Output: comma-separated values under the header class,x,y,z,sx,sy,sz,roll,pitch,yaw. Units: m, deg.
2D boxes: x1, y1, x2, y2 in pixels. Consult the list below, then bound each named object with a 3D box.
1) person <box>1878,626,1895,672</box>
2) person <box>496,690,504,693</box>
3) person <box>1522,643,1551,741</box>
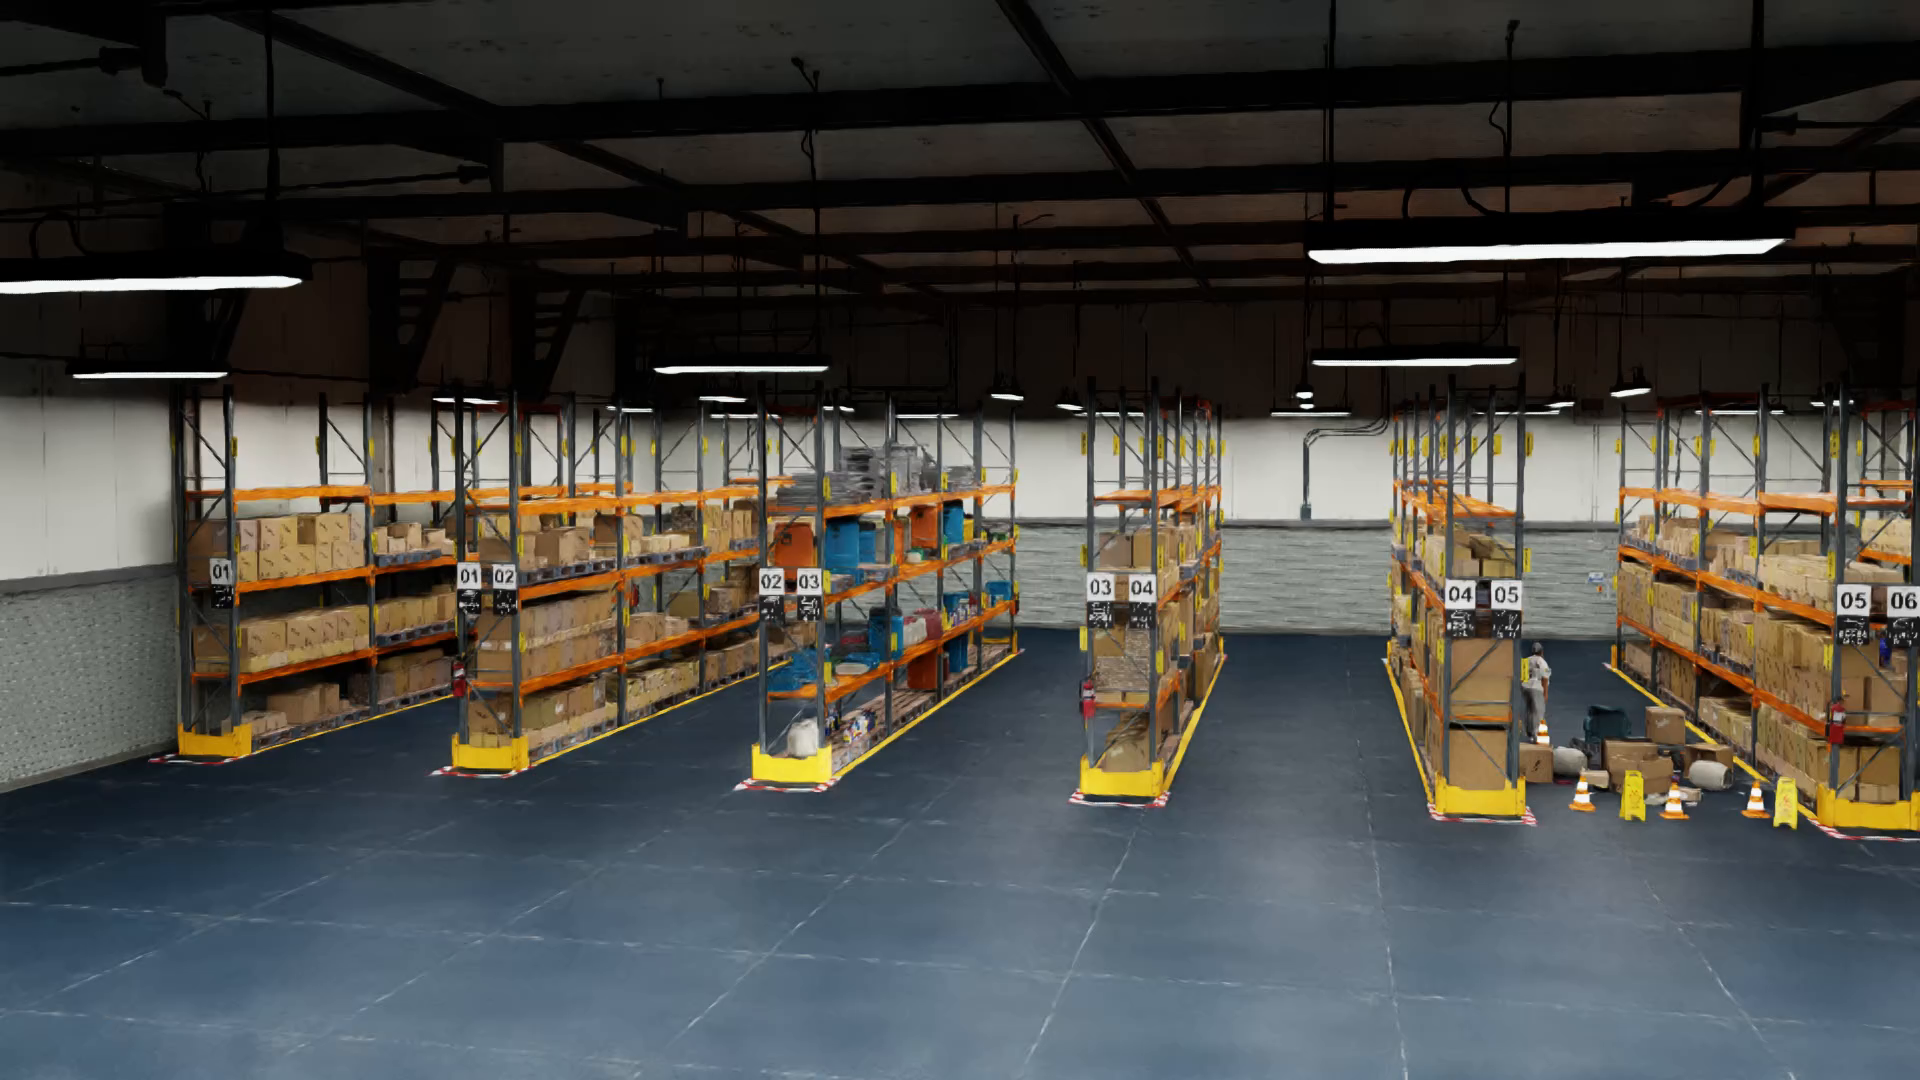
class,x,y,z,sx,sy,sz,roll,pitch,yaw
person,17.208,2.426,31.018,0.560,1.651,0.586,2,4,34
person,-8.854,2.348,31.766,0.526,1.728,1.031,0,3,4
person,9.829,2.577,28.305,0.449,1.668,0.530,-1,3,-18
